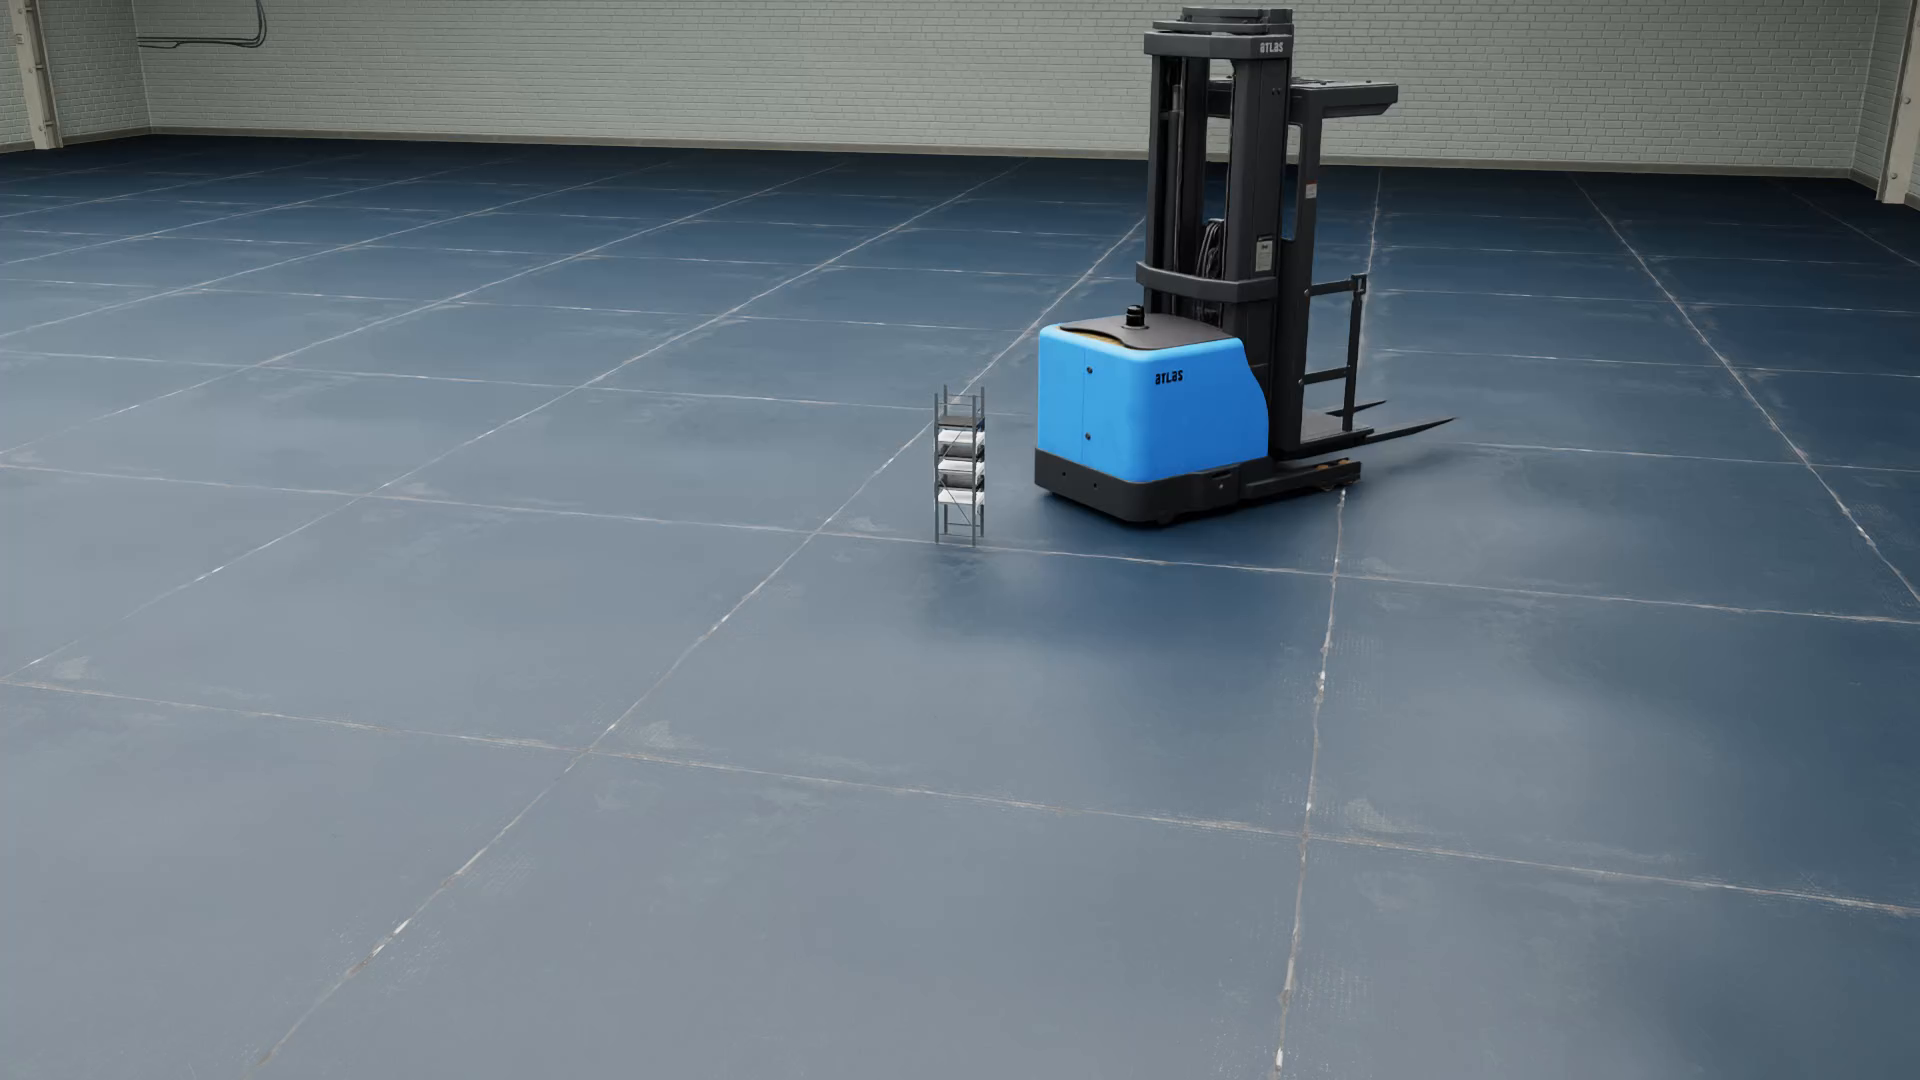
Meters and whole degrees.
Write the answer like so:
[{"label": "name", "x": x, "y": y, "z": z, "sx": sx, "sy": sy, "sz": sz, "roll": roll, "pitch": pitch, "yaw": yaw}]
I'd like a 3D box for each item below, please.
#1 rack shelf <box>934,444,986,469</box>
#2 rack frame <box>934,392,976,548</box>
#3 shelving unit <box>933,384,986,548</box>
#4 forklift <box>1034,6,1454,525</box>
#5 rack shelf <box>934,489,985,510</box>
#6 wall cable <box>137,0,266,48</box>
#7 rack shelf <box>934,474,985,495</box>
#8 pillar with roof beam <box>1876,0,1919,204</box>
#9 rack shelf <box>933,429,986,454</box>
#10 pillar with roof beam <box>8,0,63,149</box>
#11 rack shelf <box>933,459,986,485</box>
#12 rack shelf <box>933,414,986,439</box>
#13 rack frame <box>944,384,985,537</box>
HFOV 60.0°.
[{"label": "rack shelf", "x": -0.002, "y": -0.477, "z": 9.516, "sx": 0.258, "sy": 0.077, "sz": 0.200, "roll": 5, "pitch": 19, "yaw": 13}, {"label": "rack frame", "x": -0.027, "y": -0.391, "z": 9.441, "sx": 0.240, "sy": 0.900, "sz": 0.006, "roll": 5, "pitch": 19, "yaw": 13}, {"label": "shelving unit", "x": -0.002, "y": -0.423, "z": 9.535, "sx": 0.258, "sy": 0.900, "sz": 0.210, "roll": 5, "pitch": 19, "yaw": 13}, {"label": "forklift", "x": 1.973, "y": -1.827, "z": 10.502, "sx": 3.031, "sy": 2.935, "sz": 1.130, "roll": -13, "pitch": 23, "yaw": -33}, {"label": "rack shelf", "x": -0.002, "y": -0.221, "z": 9.604, "sx": 0.258, "sy": 0.077, "sz": 0.200, "roll": 5, "pitch": 19, "yaw": 13}, {"label": "wall cable", "x": -15.124, "y": -10.975, "z": 32.700, "sx": 3.097, "sy": 2.526, "sz": 0.112, "roll": 5, "pitch": 19, "yaw": 13}, {"label": "rack shelf", "x": -0.002, "y": -0.307, "z": 9.575, "sx": 0.258, "sy": 0.077, "sz": 0.200, "roll": 5, "pitch": 19, "yaw": 13}, {"label": "pillar with roof beam", "x": 9.244, "y": -9.477, "z": 23.513, "sx": 9.100, "sy": 9.000, "sz": 0.400, "roll": 5, "pitch": 19, "yaw": 13}, {"label": "rack shelf", "x": -0.002, "y": -0.562, "z": 9.487, "sx": 0.258, "sy": 0.077, "sz": 0.200, "roll": 5, "pitch": 19, "yaw": 13}, {"label": "pillar with roof beam", "x": -12.952, "y": -11.285, "z": 28.805, "sx": 9.100, "sy": 9.000, "sz": 0.400, "roll": 5, "pitch": 19, "yaw": 13}, {"label": "rack shelf", "x": -0.002, "y": -0.392, "z": 9.545, "sx": 0.258, "sy": 0.077, "sz": 0.200, "roll": 5, "pitch": 19, "yaw": 13}, {"label": "rack shelf", "x": -0.002, "y": -0.647, "z": 9.458, "sx": 0.258, "sy": 0.077, "sz": 0.200, "roll": 5, "pitch": 19, "yaw": 13}, {"label": "rack frame", "x": 0.023, "y": -0.455, "z": 9.628, "sx": 0.240, "sy": 0.900, "sz": 0.006, "roll": 5, "pitch": 19, "yaw": 13}]
